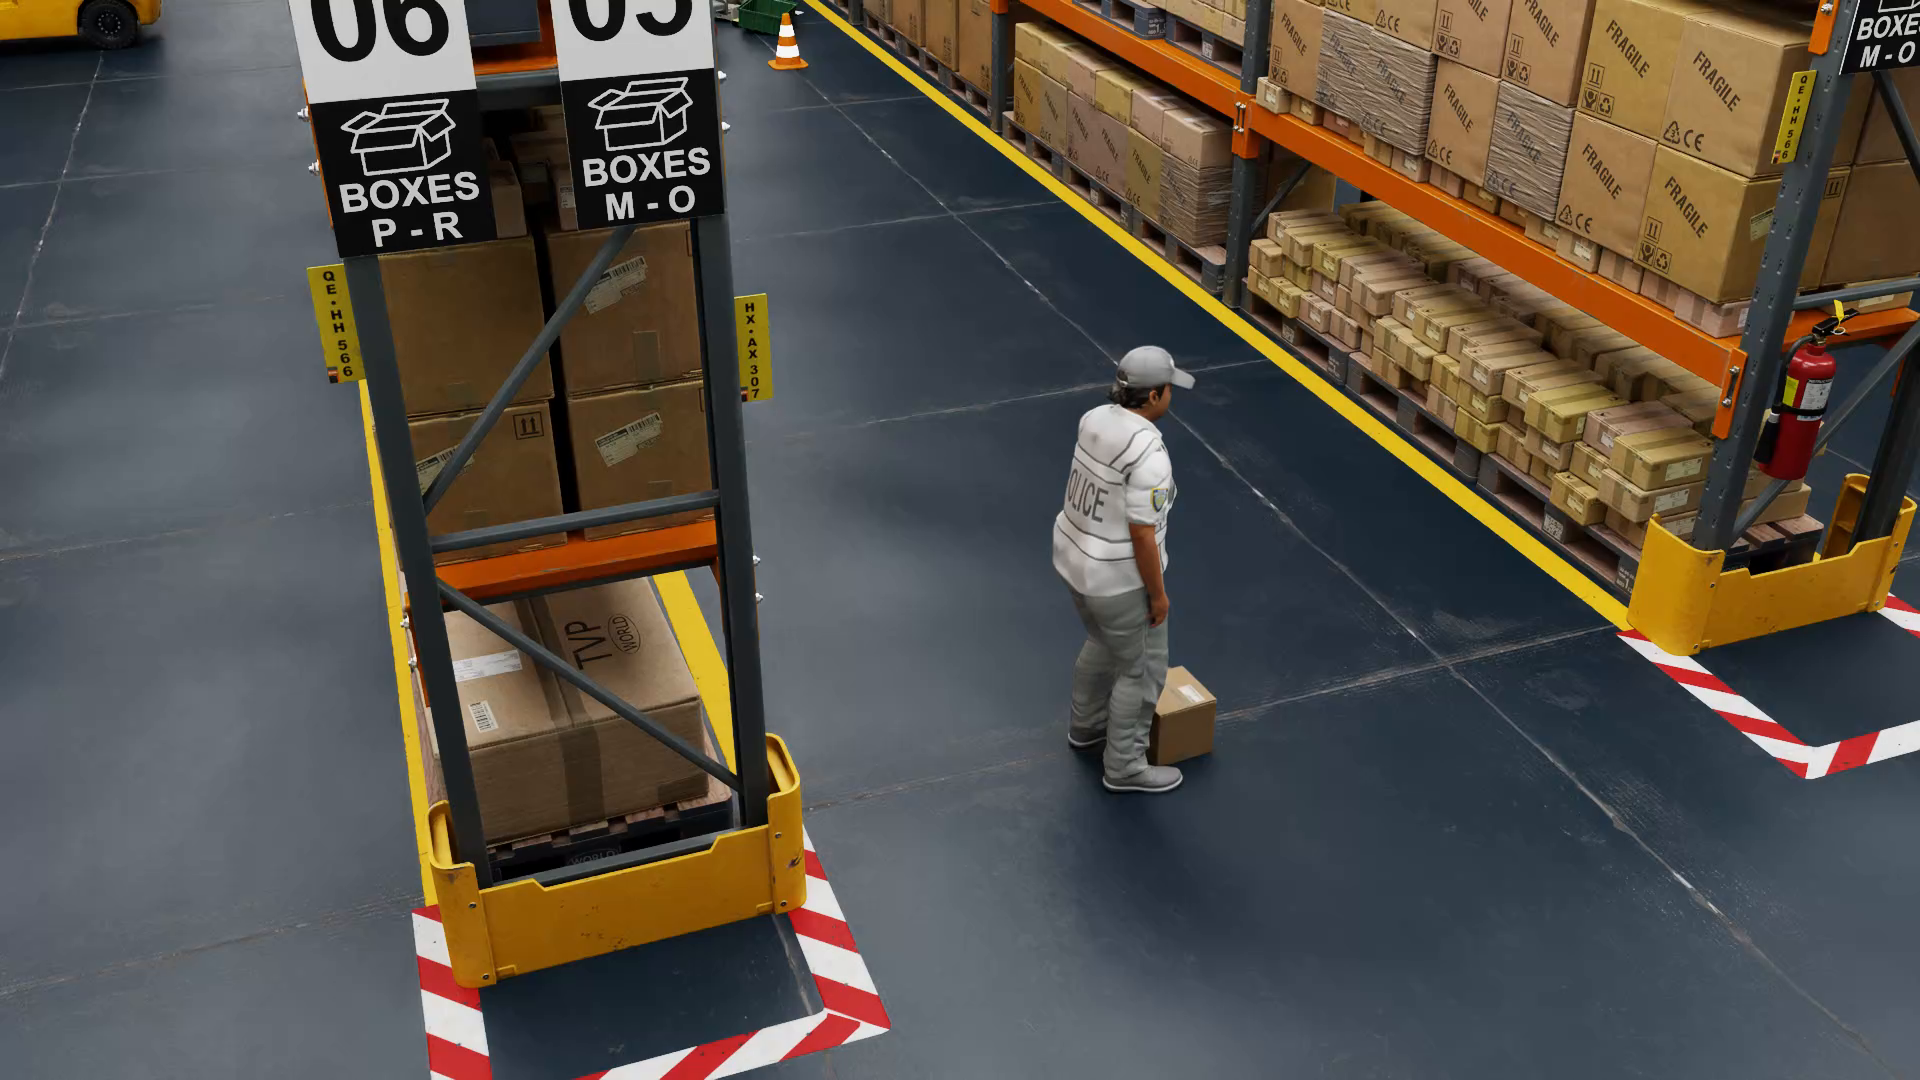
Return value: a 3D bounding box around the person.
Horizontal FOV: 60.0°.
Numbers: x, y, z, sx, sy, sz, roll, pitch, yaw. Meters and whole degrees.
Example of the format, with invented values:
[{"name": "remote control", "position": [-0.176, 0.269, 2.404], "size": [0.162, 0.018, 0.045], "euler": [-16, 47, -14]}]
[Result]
[{"name": "person", "position": [0.596, 0.107, 5.938], "size": [0.468, 1.665, 0.546], "euler": [-12, 32, -20]}]
